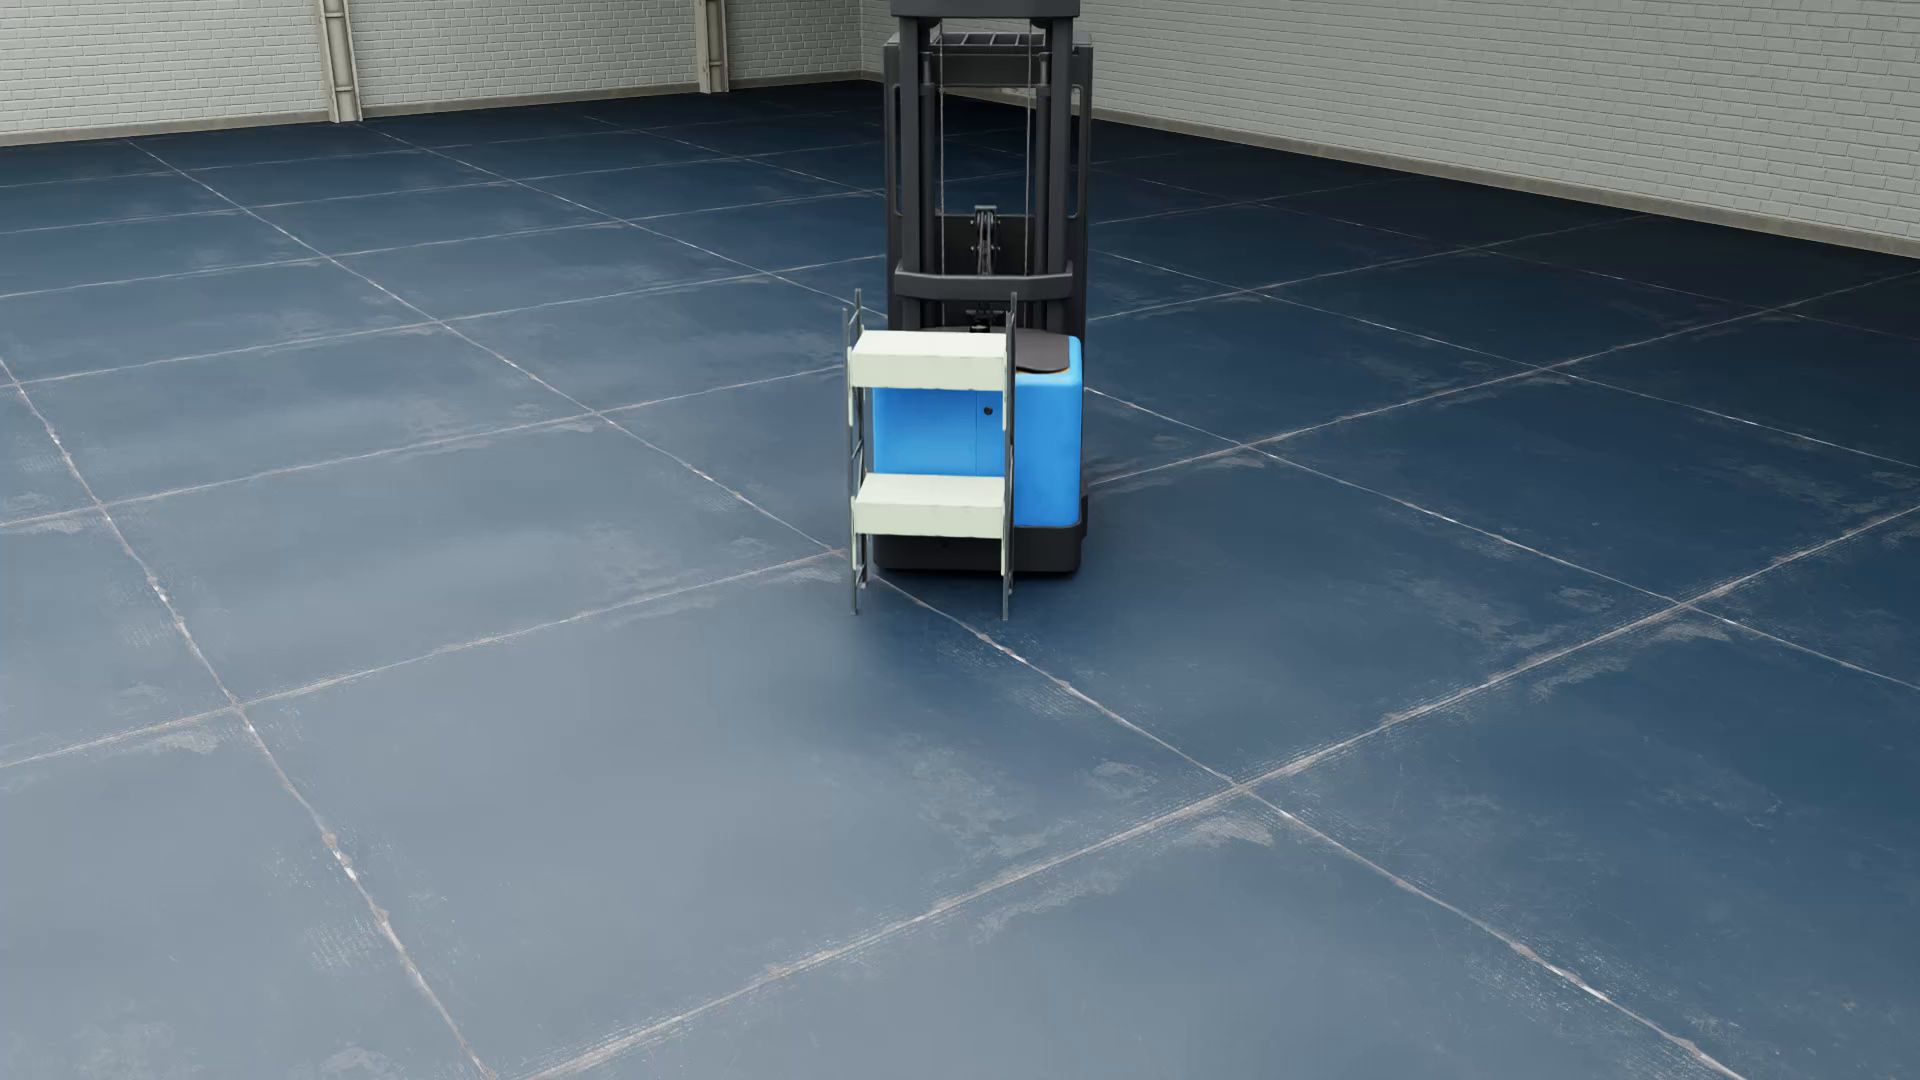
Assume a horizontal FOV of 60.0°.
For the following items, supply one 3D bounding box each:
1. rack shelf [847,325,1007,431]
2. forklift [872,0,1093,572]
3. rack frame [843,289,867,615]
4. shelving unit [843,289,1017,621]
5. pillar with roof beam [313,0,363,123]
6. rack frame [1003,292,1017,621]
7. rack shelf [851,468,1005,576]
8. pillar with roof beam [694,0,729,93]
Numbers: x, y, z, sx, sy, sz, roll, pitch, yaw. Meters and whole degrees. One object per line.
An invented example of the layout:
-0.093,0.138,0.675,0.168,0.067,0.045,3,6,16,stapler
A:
-0.131,-0.758,7.718,0.720,0.370,0.431,2,22,5,rack shelf
0.160,-1.703,9.209,1.130,2.935,3.031,1,22,3,forklift
-0.495,-0.408,7.895,0.023,1.500,0.400,2,22,5,rack frame
-0.131,-0.395,7.863,0.755,1.500,0.431,2,22,5,shelving unit
-6.411,-8.984,19.268,0.400,9.000,9.100,-15,26,-33,pillar with roof beam
0.234,-0.383,7.832,0.023,1.500,0.400,2,22,5,rack frame
-0.131,-0.093,7.984,0.720,0.370,0.431,2,22,5,rack shelf
-1.541,-10.282,22.523,0.400,9.000,9.100,-15,26,-33,pillar with roof beam
